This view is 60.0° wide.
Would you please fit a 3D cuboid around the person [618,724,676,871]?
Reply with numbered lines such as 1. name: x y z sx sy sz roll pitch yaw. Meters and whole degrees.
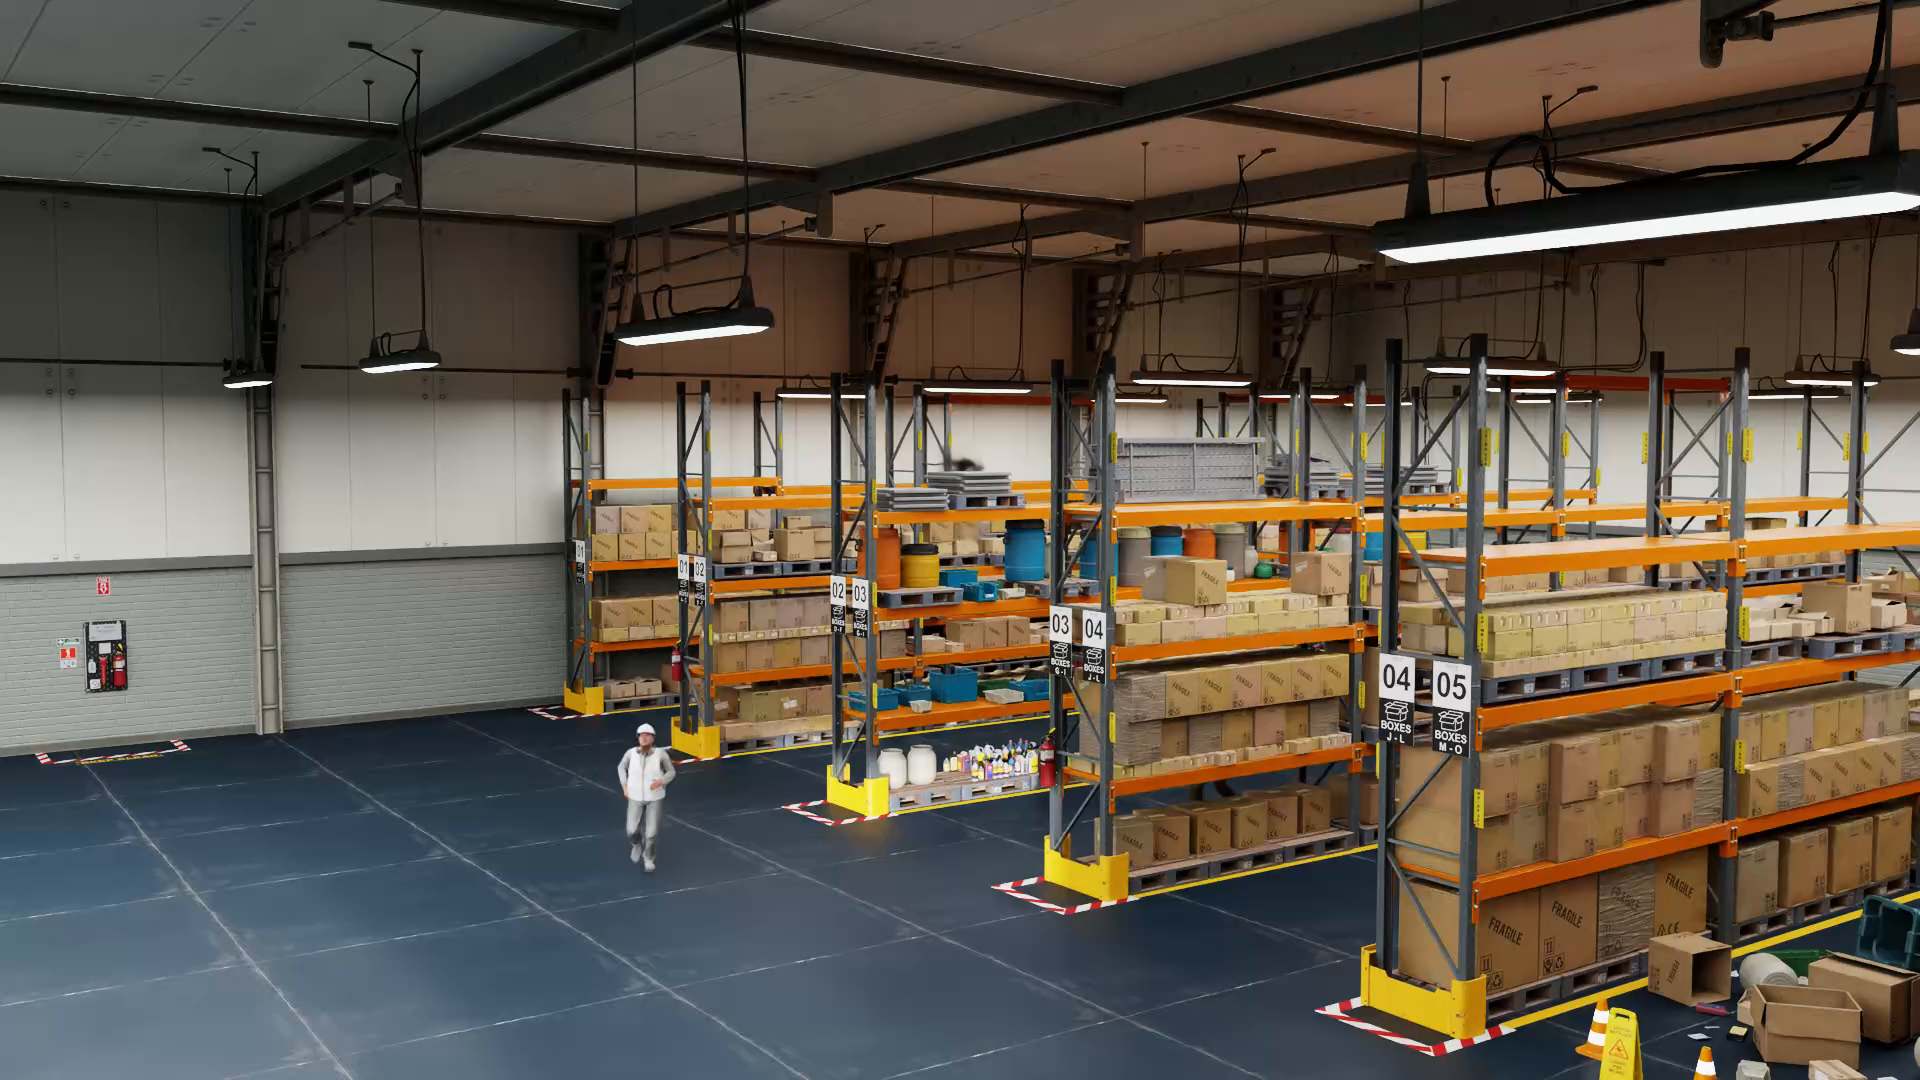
1. person: -3.700 3.036 19.560 0.703 1.743 0.542 0 4 -1

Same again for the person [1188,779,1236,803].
1. person: 3.279 2.851 21.719 1.046 1.780 0.695 -3 5 -43
